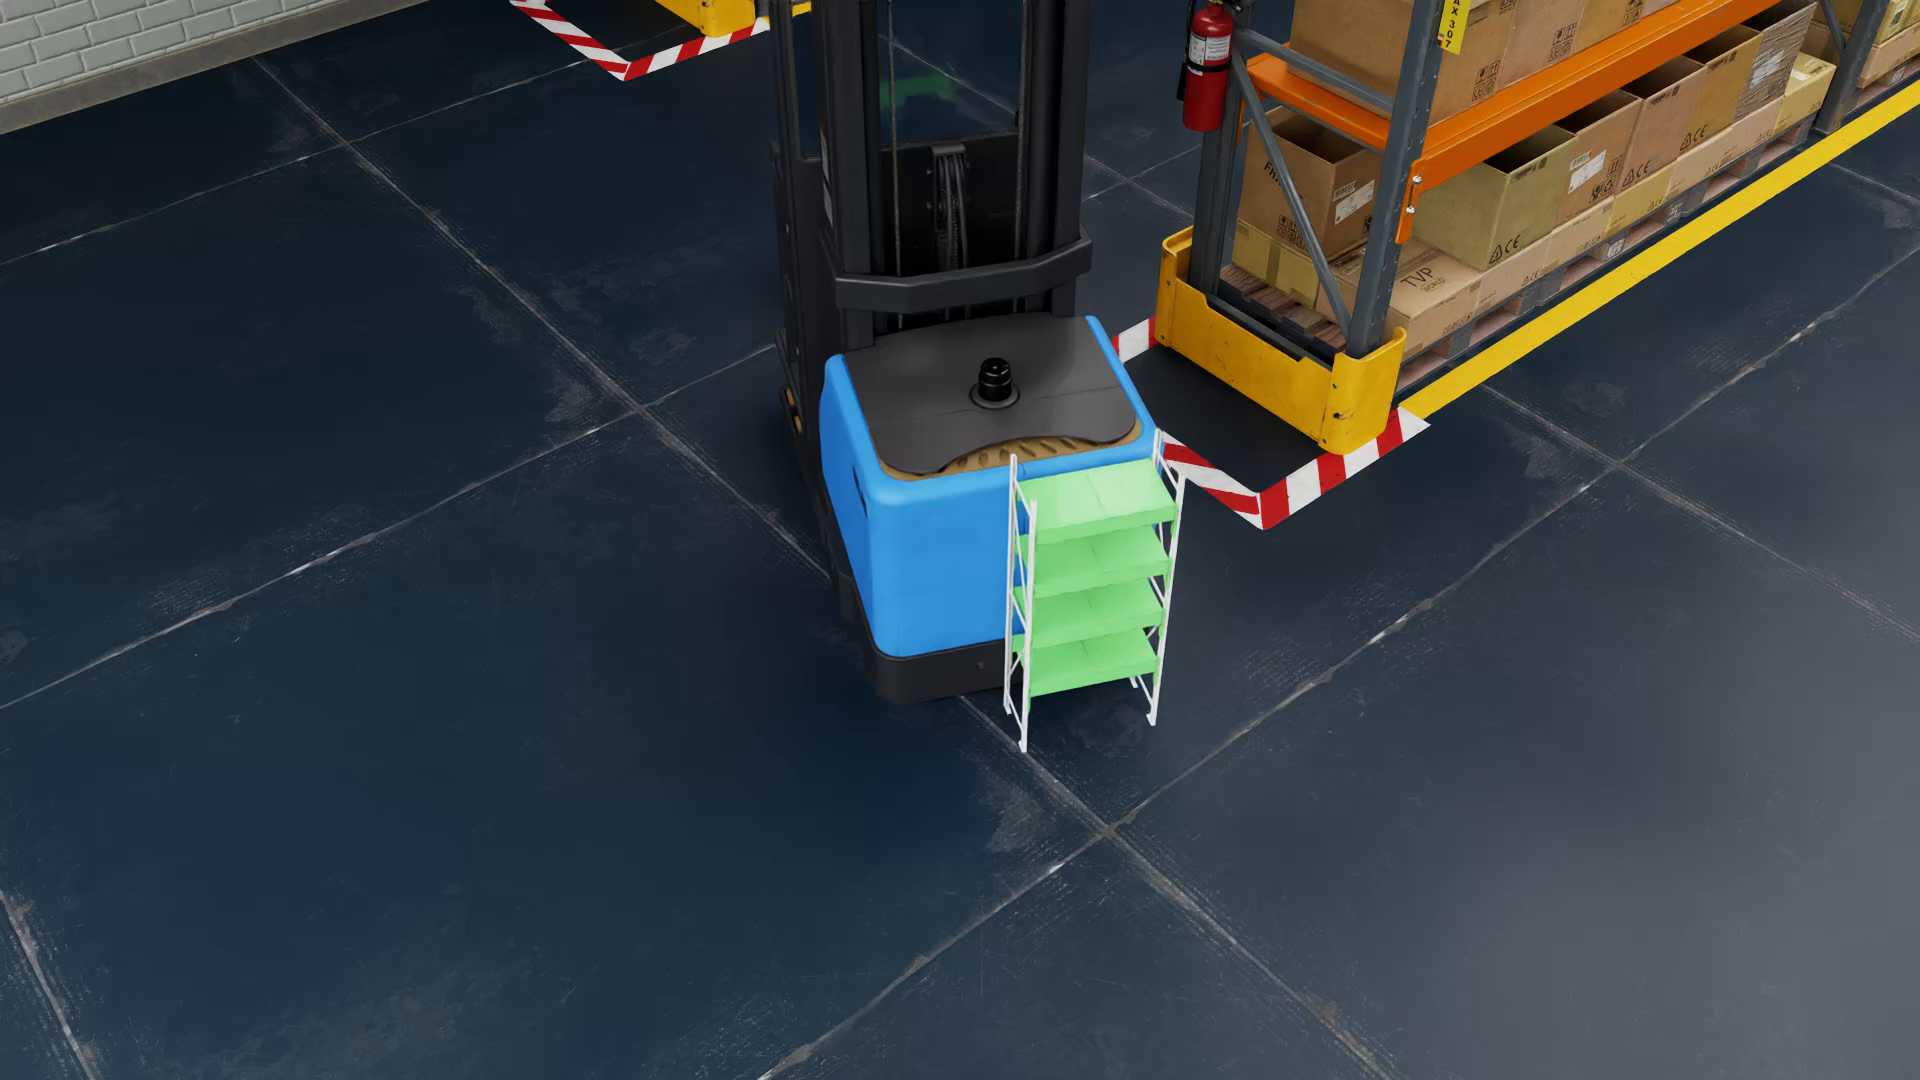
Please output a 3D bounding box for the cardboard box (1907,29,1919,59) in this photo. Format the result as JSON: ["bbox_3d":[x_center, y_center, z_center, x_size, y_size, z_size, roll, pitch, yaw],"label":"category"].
[{"bbox_3d":[5.332,-3.010,9.466,0.500,0.250,0.500,-29,50,-27],"label":"cardboard box"}]

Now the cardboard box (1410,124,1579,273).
[{"bbox_3d":[2.339,-1.595,7.412,0.500,0.500,0.500,-30,51,-28],"label":"cardboard box"}]

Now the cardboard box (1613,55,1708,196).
[{"bbox_3d":[3.109,-2.032,7.877,0.500,0.500,0.500,-30,51,-28],"label":"cardboard box"}]

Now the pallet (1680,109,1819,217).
[{"bbox_3d":[3.834,-2.245,8.986,1.213,0.211,1.003,-30,51,-28],"label":"pallet"}]

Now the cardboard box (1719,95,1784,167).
[{"bbox_3d":[3.866,-2.207,8.610,0.500,0.250,0.500,-30,51,-28],"label":"cardboard box"}]

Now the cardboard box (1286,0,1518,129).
[{"bbox_3d":[1.769,-2.067,6.686,0.500,0.500,0.700,-30,51,-28],"label":"cardboard box"}]

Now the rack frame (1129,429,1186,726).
[{"bbox_3d":[0.670,0.157,5.706,0.015,1.200,0.240,-10,44,-11],"label":"rack frame"}]

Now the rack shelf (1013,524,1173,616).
[{"bbox_3d":[0.434,0.073,5.539,0.480,0.148,0.258,-10,44,-11],"label":"rack shelf"}]

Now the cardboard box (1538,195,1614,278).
[{"bbox_3d":[2.722,-1.542,7.903,0.500,0.250,0.500,-30,51,-28],"label":"cardboard box"}]

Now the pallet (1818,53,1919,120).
[{"bbox_3d":[5.011,-2.916,9.701,1.213,0.211,1.003,-30,51,-28],"label":"pallet"}]

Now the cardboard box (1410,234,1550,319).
[{"bbox_3d":[2.338,-1.323,7.669,0.500,0.250,0.500,-30,51,-28],"label":"cardboard box"}]

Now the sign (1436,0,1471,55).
[{"bbox_3d":[1.754,-1.882,5.873,0.005,0.325,0.100,-30,51,-28],"label":"sign"}]

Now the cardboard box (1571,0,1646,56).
[{"bbox_3d":[2.554,-2.515,7.164,0.500,0.500,0.700,-29,51,-28],"label":"cardboard box"}]

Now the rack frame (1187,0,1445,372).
[{"bbox_3d":[1.403,-1.832,6.509,0.127,3.000,1.000,-30,51,-28],"label":"rack frame"}]

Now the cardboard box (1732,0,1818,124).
[{"bbox_3d":[3.865,-2.481,8.355,0.500,0.500,0.500,-30,51,-28],"label":"cardboard box"}]

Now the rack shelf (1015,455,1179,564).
[{"bbox_3d":[0.434,-0.102,5.375,0.480,0.148,0.258,-10,44,-11],"label":"rack shelf"}]

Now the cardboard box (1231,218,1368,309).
[{"bbox_3d":[1.625,-1.373,7.723,0.500,0.250,0.500,-30,51,-28],"label":"cardboard box"}]

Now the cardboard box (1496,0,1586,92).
[{"bbox_3d":[2.169,-2.300,6.935,0.500,0.500,0.700,-28,50,-27],"label":"cardboard box"}]

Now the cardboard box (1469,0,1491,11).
[{"bbox_3d":[1.842,-2.164,6.316,0.250,0.149,0.380,-30,51,-28],"label":"cardboard box"}]

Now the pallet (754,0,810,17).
[{"bbox_3d":[-1.074,-3.787,10.628,1.213,0.211,1.003,-30,51,-28],"label":"pallet"}]

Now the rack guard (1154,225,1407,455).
[{"bbox_3d":[1.384,-0.910,7.354,0.348,0.500,1.175,-30,51,-28],"label":"rack guard"}]

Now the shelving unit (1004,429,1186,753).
[{"bbox_3d":[0.434,0.201,5.660,0.503,1.200,0.258,-10,44,-11],"label":"shelving unit"}]

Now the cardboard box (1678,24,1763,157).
[{"bbox_3d":[3.484,-2.259,8.119,0.500,0.500,0.500,-30,51,-28],"label":"cardboard box"}]

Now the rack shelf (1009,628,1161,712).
[{"bbox_3d":[0.434,0.422,5.868,0.480,0.148,0.258,-10,44,-11],"label":"rack shelf"}]

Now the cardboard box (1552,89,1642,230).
[{"bbox_3d":[2.715,-1.822,7.653,0.500,0.500,0.500,-30,51,-28],"label":"cardboard box"}]

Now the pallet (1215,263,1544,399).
[{"bbox_3d":[1.963,-1.173,7.845,1.213,0.211,1.003,-30,51,-28],"label":"pallet"}]

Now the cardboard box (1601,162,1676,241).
[{"bbox_3d":[3.109,-1.759,8.134,0.500,0.250,0.500,-30,51,-28],"label":"cardboard box"}]

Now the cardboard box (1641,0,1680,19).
[{"bbox_3d":[2.955,-2.748,7.412,0.500,0.500,0.700,-28,50,-27],"label":"cardboard box"}]

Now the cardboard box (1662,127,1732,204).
[{"bbox_3d":[3.492,-1.979,8.368,0.500,0.250,0.500,-30,51,-28],"label":"cardboard box"}]

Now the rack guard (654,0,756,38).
[{"bbox_3d":[-1.720,-3.554,10.169,0.348,0.500,1.175,-30,51,-28],"label":"rack guard"}]

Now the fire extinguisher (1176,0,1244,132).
[{"bbox_3d":[1.014,-1.996,6.740,0.183,0.674,0.296,-30,51,-28],"label":"fire extinguisher"}]

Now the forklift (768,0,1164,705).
[{"bbox_3d":[-0.163,-1.497,6.203,1.130,2.935,3.031,-10,44,-11],"label":"forklift"}]

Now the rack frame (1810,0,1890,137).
[{"bbox_3d":[4.471,-3.589,8.380,0.127,3.000,1.000,-30,51,-28],"label":"rack frame"}]

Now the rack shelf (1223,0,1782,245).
[{"bbox_3d":[2.937,-2.448,7.691,4.000,0.370,1.077,-30,51,-28],"label":"rack shelf"}]

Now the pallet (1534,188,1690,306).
[{"bbox_3d":[2.898,-1.706,8.413,1.213,0.211,1.003,-30,51,-28],"label":"pallet"}]

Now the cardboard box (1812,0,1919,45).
[{"bbox_3d":[4.948,-2.995,9.040,0.500,0.311,0.500,-30,51,-28],"label":"cardboard box"}]

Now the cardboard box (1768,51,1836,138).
[{"bbox_3d":[4.256,-2.421,8.839,0.500,0.250,0.500,-30,51,-28],"label":"cardboard box"}]

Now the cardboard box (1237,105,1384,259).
[{"bbox_3d":[1.623,-1.648,7.467,0.500,0.500,0.500,-30,51,-28],"label":"cardboard box"}]

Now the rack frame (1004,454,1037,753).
[{"bbox_3d":[0.198,0.245,5.613,0.015,1.200,0.240,-10,44,-11],"label":"rack frame"}]

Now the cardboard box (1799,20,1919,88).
[{"bbox_3d":[4.939,-2.787,9.228,0.500,0.250,0.500,-31,51,-29],"label":"cardboard box"}]

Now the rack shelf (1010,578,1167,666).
[{"bbox_3d":[0.434,0.248,5.703,0.480,0.148,0.258,-10,44,-11],"label":"rack shelf"}]

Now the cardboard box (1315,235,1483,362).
[{"bbox_3d":[1.957,-1.101,7.433,0.500,0.250,0.500,-30,51,-28],"label":"cardboard box"}]
